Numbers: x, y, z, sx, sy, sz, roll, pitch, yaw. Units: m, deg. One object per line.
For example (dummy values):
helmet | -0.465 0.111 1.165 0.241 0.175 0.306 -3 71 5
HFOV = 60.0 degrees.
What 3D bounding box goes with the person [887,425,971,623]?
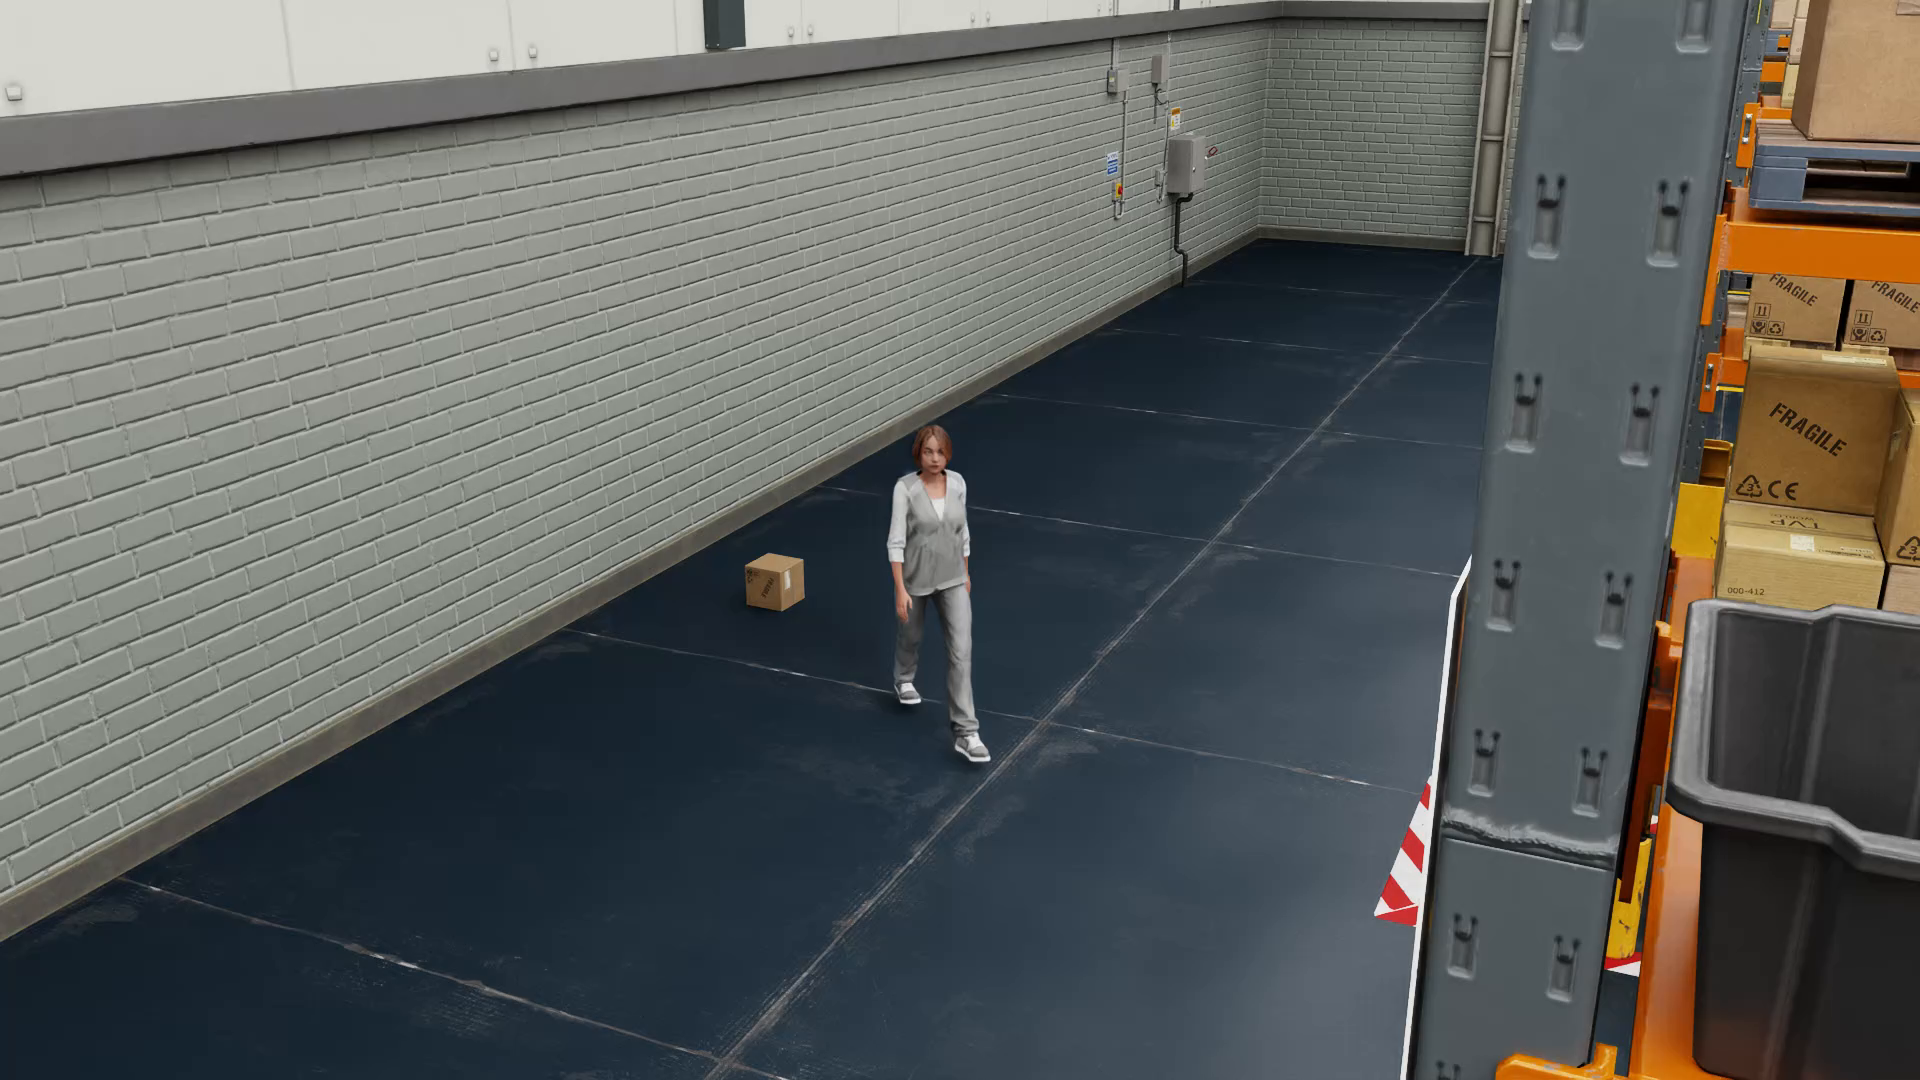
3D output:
person | -0.128 -0.076 7.868 0.446 0.933 0.419 -4 20 -12
